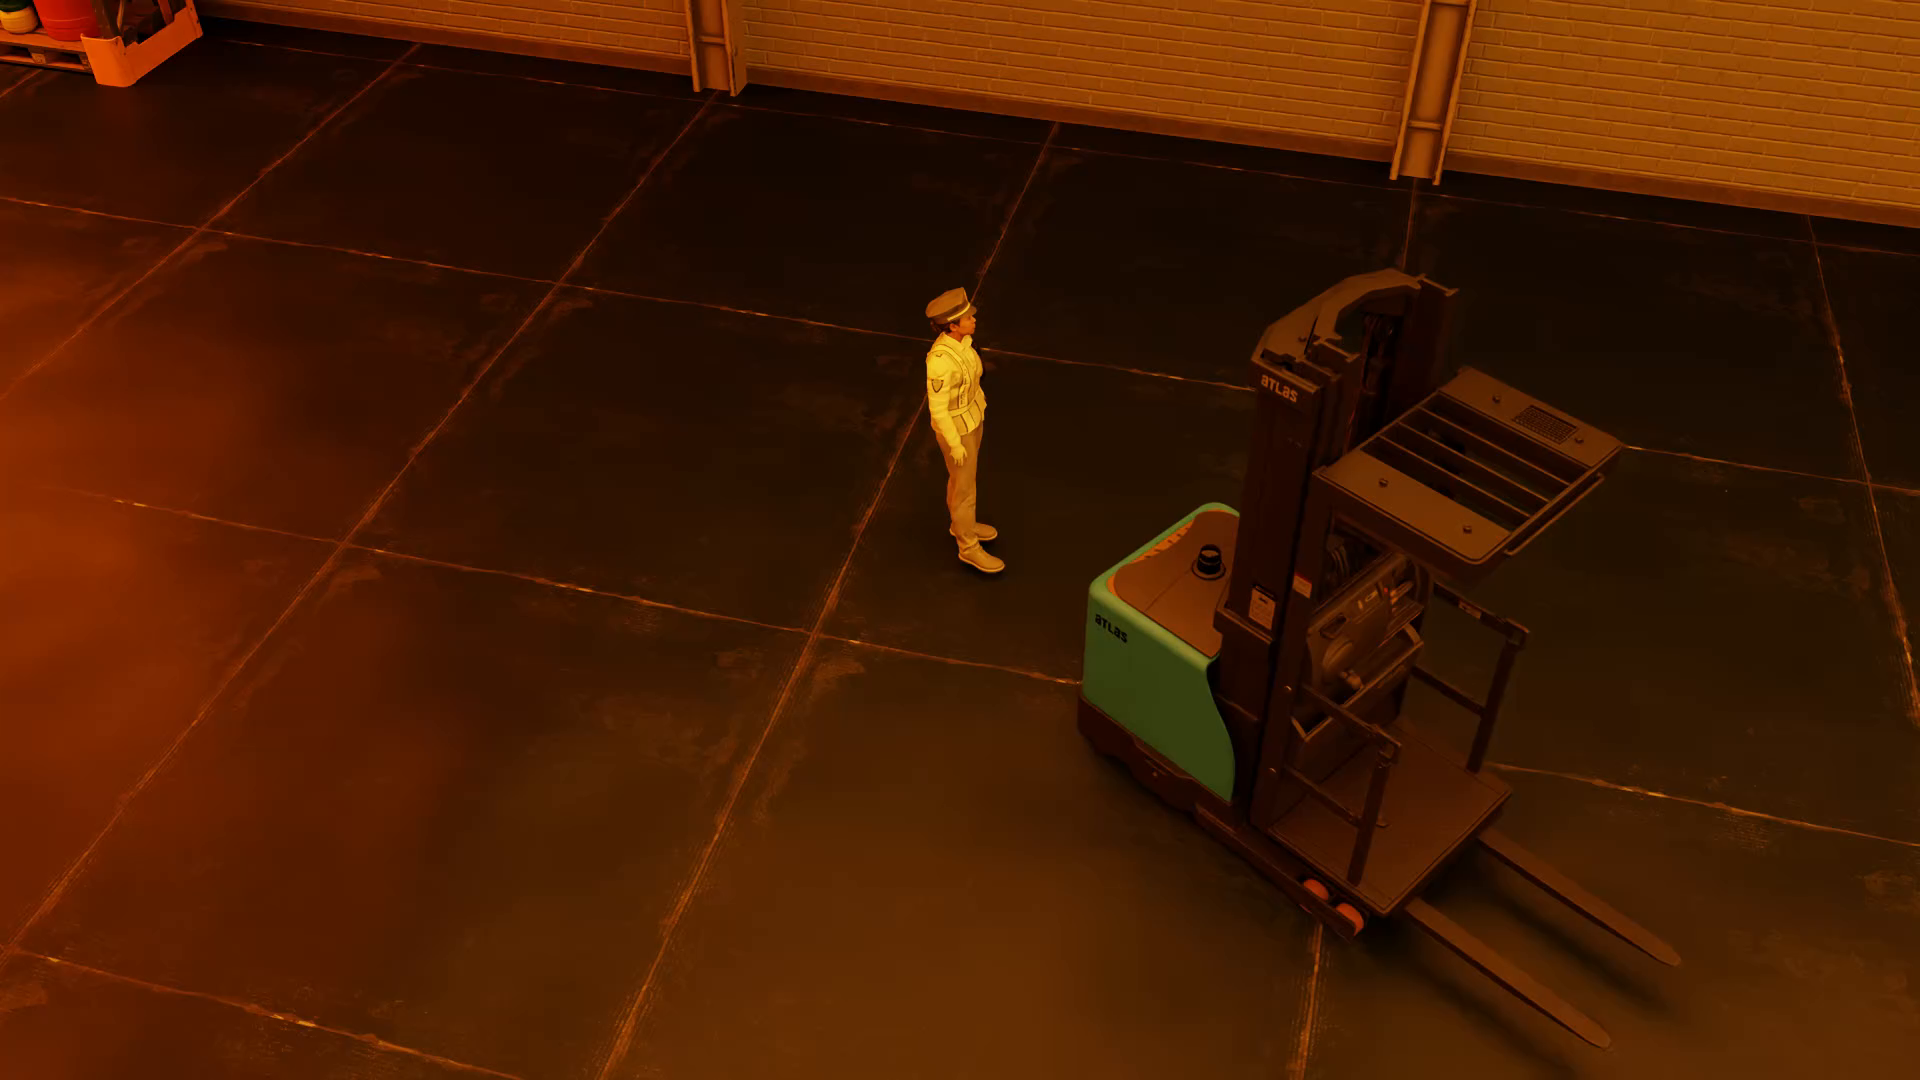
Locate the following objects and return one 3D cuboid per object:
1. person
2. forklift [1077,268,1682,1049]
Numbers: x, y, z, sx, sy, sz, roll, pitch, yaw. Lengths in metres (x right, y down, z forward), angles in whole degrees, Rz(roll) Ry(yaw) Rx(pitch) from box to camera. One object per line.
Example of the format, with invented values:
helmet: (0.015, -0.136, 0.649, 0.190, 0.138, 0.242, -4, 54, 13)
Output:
person: (0.064, -0.657, 9.477, 0.531, 1.694, 0.586, 10, 42, 11)
forklift: (2.002, 0.405, 7.400, 1.130, 2.935, 3.031, -32, 50, -31)
